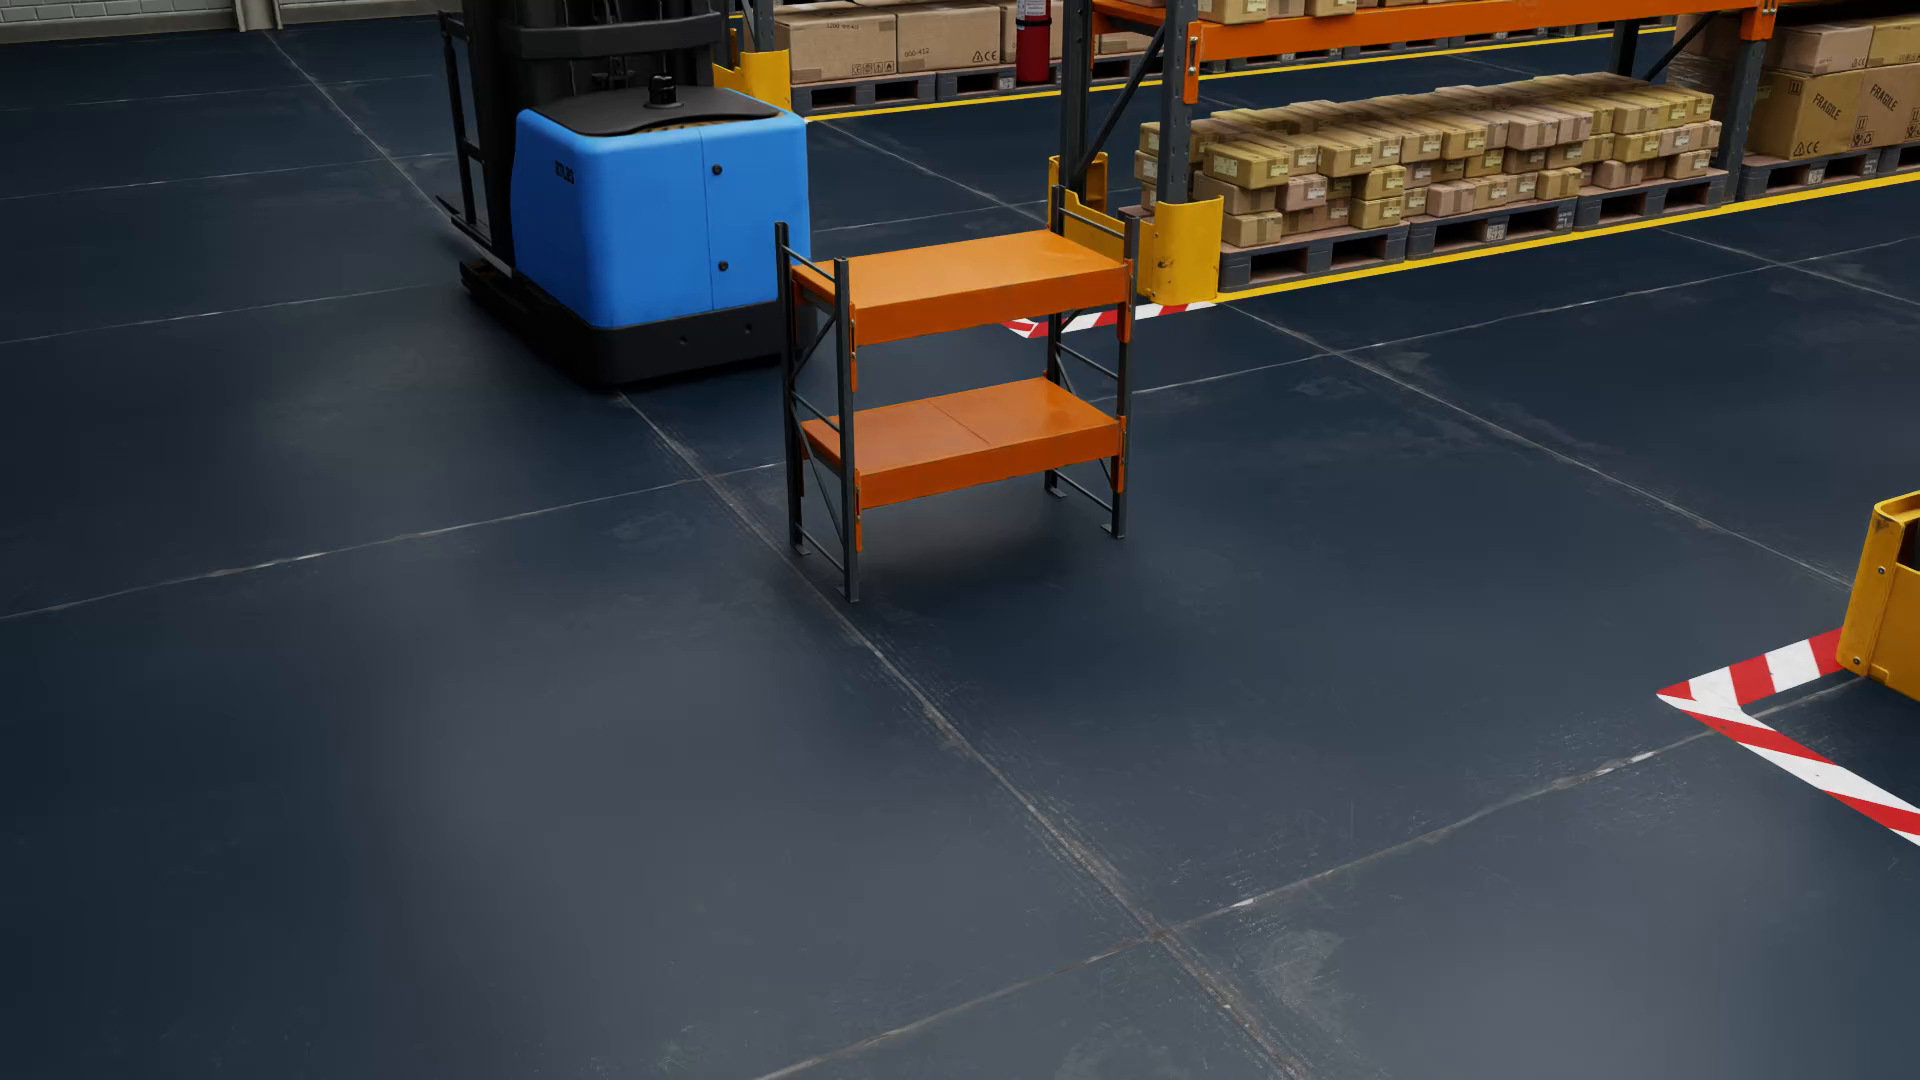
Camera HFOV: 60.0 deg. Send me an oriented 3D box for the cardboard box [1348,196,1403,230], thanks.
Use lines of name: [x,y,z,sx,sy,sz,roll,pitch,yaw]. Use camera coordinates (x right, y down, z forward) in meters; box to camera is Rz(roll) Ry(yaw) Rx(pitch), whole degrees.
cardboard box: [2.107,-1.764,8.767,0.250,0.149,0.380,-13,28,-24]

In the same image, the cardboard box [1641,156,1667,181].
cardboard box: [3.884,-2.215,9.706,0.250,0.149,0.380,-12,28,-24]

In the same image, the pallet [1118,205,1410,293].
pallet: [1.609,-1.638,8.917,1.213,0.211,1.003,-13,29,-25]

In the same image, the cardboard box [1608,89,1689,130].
cardboard box: [3.940,-2.475,9.561,0.250,0.149,0.380,-13,28,-24]

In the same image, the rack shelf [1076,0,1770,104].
rack shelf: [2.573,-2.810,8.969,4.000,0.370,1.077,-13,29,-25]

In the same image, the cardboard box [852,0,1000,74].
cardboard box: [-0.271,-3.994,13.077,0.875,0.438,0.875,-12,28,-24]

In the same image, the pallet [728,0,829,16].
pallet: [-2.104,-5.660,17.295,1.213,0.211,1.003,-13,29,-25]

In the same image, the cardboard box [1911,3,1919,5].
cardboard box: [6.491,-3.313,10.721,0.500,0.250,0.500,-12,28,-24]

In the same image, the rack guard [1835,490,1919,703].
rack guard: [3.032,0.319,4.507,0.348,0.500,1.175,-13,29,-25]

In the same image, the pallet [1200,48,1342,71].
pallet: [2.565,-4.341,14.547,1.213,0.211,1.003,-13,29,-25]

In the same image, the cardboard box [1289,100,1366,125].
cardboard box: [2.043,-2.339,9.278,0.250,0.149,0.380,-12,28,-23]

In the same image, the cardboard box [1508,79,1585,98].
cardboard box: [3.466,-2.619,9.861,0.250,0.149,0.380,-13,29,-26]

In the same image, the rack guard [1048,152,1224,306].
rack guard: [0.876,-1.616,8.538,0.348,0.500,1.175,-13,29,-25]

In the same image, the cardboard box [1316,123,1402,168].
cardboard box: [2.080,-2.063,8.703,0.250,0.149,0.380,-15,29,-28]

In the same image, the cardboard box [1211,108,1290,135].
cardboard box: [1.574,-2.235,9.060,0.250,0.149,0.380,-14,29,-26]

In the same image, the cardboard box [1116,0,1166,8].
cardboard box: [0.963,-2.788,8.382,0.250,0.149,0.380,-13,29,-25]

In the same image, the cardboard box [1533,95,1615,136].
cardboard box: [3.458,-2.399,9.401,0.250,0.149,0.380,-12,28,-23]

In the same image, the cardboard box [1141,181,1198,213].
cardboard box: [1.175,-1.818,8.880,0.250,0.149,0.380,-12,28,-24]

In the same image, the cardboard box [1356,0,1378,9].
cardboard box: [1.881,-2.762,8.327,0.250,0.149,0.380,-12,28,-23]

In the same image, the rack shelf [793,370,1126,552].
rack shelf: [-0.006,-0.285,5.610,1.000,0.278,0.538,-13,29,-25]

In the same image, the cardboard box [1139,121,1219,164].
cardboard box: [1.156,-2.104,8.788,0.250,0.149,0.380,-13,28,-25]

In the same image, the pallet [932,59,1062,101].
pallet: [0.134,-3.779,13.378,1.213,0.211,1.003,-13,29,-25]

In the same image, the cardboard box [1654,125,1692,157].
cardboard box: [3.977,-2.335,9.612,0.250,0.149,0.380,-14,29,-28]

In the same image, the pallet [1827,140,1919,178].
pallet: [6.102,-2.694,11.117,1.213,0.211,1.003,-13,29,-25]

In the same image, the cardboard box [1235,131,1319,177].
cardboard box: [1.617,-1.979,8.527,0.250,0.149,0.380,-12,28,-24]

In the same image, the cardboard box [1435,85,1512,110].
cardboard box: [2.983,-2.537,9.689,0.250,0.149,0.380,-12,28,-24]

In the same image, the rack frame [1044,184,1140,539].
rack frame: [0.443,-0.609,5.719,0.032,1.125,0.500,-13,29,-25]

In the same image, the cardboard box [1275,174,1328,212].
cardboard box: [1.660,-1.808,8.516,0.250,0.149,0.380,-13,29,-25]

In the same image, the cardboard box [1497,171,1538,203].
cardboard box: [2.977,-1.998,9.254,0.250,0.149,0.380,-12,28,-24]

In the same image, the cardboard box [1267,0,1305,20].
cardboard box: [1.454,-2.622,8.036,0.250,0.149,0.380,-12,28,-23]

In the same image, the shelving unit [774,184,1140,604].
shelving unit: [-0.006,-0.506,5.504,1.048,1.125,0.538,-13,29,-25]

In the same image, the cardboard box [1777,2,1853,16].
cardboard box: [5.336,-3.290,10.674,0.500,0.250,0.500,-12,28,-23]

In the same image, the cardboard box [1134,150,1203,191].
cardboard box: [1.140,-1.982,8.877,0.250,0.149,0.380,-14,29,-26]

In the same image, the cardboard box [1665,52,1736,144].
cardboard box: [4.873,-2.851,10.626,0.500,0.500,0.500,-14,29,-26]

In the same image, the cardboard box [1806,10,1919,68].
cardboard box: [5.583,-3.101,10.280,0.500,0.250,0.500,-12,28,-24]

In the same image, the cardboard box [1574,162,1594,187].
cardboard box: [3.391,-2.129,9.528,0.250,0.149,0.380,-14,29,-26]

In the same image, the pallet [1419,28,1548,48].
pallet: [4.718,-4.838,15.582,1.213,0.211,1.003,-13,29,-25]

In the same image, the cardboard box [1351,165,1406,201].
cardboard box: [2.112,-1.903,8.712,0.250,0.149,0.380,-12,28,-24]

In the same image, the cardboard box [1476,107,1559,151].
cardboard box: [3.030,-2.249,9.089,0.250,0.149,0.380,-14,29,-27]

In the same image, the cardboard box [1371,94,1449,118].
cardboard box: [2.546,-2.415,9.435,0.250,0.149,0.380,-13,28,-25]

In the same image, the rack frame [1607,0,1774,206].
rack frame: [4.338,-3.542,9.661,0.127,3.000,1.000,-13,29,-25]

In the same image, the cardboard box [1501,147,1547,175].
cardboard box: [3.020,-2.154,9.235,0.250,0.149,0.380,-14,29,-28]

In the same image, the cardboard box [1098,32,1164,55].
cardboard box: [1.315,-4.359,13.839,0.875,0.438,0.875,-13,29,-26]

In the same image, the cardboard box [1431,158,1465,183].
cardboard box: [2.521,-2.064,9.048,0.250,0.149,0.380,-11,28,-22]

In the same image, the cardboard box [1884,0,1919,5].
cardboard box: [6.255,-3.510,11.131,0.500,0.250,0.500,-13,28,-25]

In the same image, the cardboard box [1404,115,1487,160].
cardboard box: [2.583,-2.152,8.888,0.250,0.149,0.380,-13,28,-24]

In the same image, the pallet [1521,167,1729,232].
pallet: [3.762,-2.134,9.952,1.213,0.211,1.003,-13,29,-25]

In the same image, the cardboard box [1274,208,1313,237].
cardboard box: [1.614,-1.700,8.634,0.250,0.149,0.380,-13,29,-25]

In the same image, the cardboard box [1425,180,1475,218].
cardboard box: [2.548,-1.870,8.987,0.250,0.149,0.380,-15,29,-28]

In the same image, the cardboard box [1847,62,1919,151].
cardboard box: [5.581,-2.762,10.440,0.500,0.500,0.500,-12,28,-23]

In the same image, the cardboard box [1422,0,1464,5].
cardboard box: [2.362,-2.847,8.505,0.250,0.149,0.380,-14,29,-26]

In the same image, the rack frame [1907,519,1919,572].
rack frame: [3.053,-0.812,3.976,0.127,3.000,1.000,-13,29,-25]

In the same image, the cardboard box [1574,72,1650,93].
cardboard box: [3.937,-2.723,10.077,0.250,0.149,0.380,-12,28,-23]

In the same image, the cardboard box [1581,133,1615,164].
cardboard box: [3.481,-2.260,9.456,0.250,0.149,0.380,-13,28,-25]

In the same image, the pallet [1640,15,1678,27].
pallet: [7.214,-5.375,16.701,1.213,0.211,1.003,-13,29,-25]

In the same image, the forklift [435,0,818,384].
forklift: [-1.835,-2.567,7.711,1.130,2.935,3.031,-15,29,-28]

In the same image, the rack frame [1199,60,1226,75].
rack frame: [1.920,-5.412,13.556,0.127,3.000,1.000,-13,29,-25]
